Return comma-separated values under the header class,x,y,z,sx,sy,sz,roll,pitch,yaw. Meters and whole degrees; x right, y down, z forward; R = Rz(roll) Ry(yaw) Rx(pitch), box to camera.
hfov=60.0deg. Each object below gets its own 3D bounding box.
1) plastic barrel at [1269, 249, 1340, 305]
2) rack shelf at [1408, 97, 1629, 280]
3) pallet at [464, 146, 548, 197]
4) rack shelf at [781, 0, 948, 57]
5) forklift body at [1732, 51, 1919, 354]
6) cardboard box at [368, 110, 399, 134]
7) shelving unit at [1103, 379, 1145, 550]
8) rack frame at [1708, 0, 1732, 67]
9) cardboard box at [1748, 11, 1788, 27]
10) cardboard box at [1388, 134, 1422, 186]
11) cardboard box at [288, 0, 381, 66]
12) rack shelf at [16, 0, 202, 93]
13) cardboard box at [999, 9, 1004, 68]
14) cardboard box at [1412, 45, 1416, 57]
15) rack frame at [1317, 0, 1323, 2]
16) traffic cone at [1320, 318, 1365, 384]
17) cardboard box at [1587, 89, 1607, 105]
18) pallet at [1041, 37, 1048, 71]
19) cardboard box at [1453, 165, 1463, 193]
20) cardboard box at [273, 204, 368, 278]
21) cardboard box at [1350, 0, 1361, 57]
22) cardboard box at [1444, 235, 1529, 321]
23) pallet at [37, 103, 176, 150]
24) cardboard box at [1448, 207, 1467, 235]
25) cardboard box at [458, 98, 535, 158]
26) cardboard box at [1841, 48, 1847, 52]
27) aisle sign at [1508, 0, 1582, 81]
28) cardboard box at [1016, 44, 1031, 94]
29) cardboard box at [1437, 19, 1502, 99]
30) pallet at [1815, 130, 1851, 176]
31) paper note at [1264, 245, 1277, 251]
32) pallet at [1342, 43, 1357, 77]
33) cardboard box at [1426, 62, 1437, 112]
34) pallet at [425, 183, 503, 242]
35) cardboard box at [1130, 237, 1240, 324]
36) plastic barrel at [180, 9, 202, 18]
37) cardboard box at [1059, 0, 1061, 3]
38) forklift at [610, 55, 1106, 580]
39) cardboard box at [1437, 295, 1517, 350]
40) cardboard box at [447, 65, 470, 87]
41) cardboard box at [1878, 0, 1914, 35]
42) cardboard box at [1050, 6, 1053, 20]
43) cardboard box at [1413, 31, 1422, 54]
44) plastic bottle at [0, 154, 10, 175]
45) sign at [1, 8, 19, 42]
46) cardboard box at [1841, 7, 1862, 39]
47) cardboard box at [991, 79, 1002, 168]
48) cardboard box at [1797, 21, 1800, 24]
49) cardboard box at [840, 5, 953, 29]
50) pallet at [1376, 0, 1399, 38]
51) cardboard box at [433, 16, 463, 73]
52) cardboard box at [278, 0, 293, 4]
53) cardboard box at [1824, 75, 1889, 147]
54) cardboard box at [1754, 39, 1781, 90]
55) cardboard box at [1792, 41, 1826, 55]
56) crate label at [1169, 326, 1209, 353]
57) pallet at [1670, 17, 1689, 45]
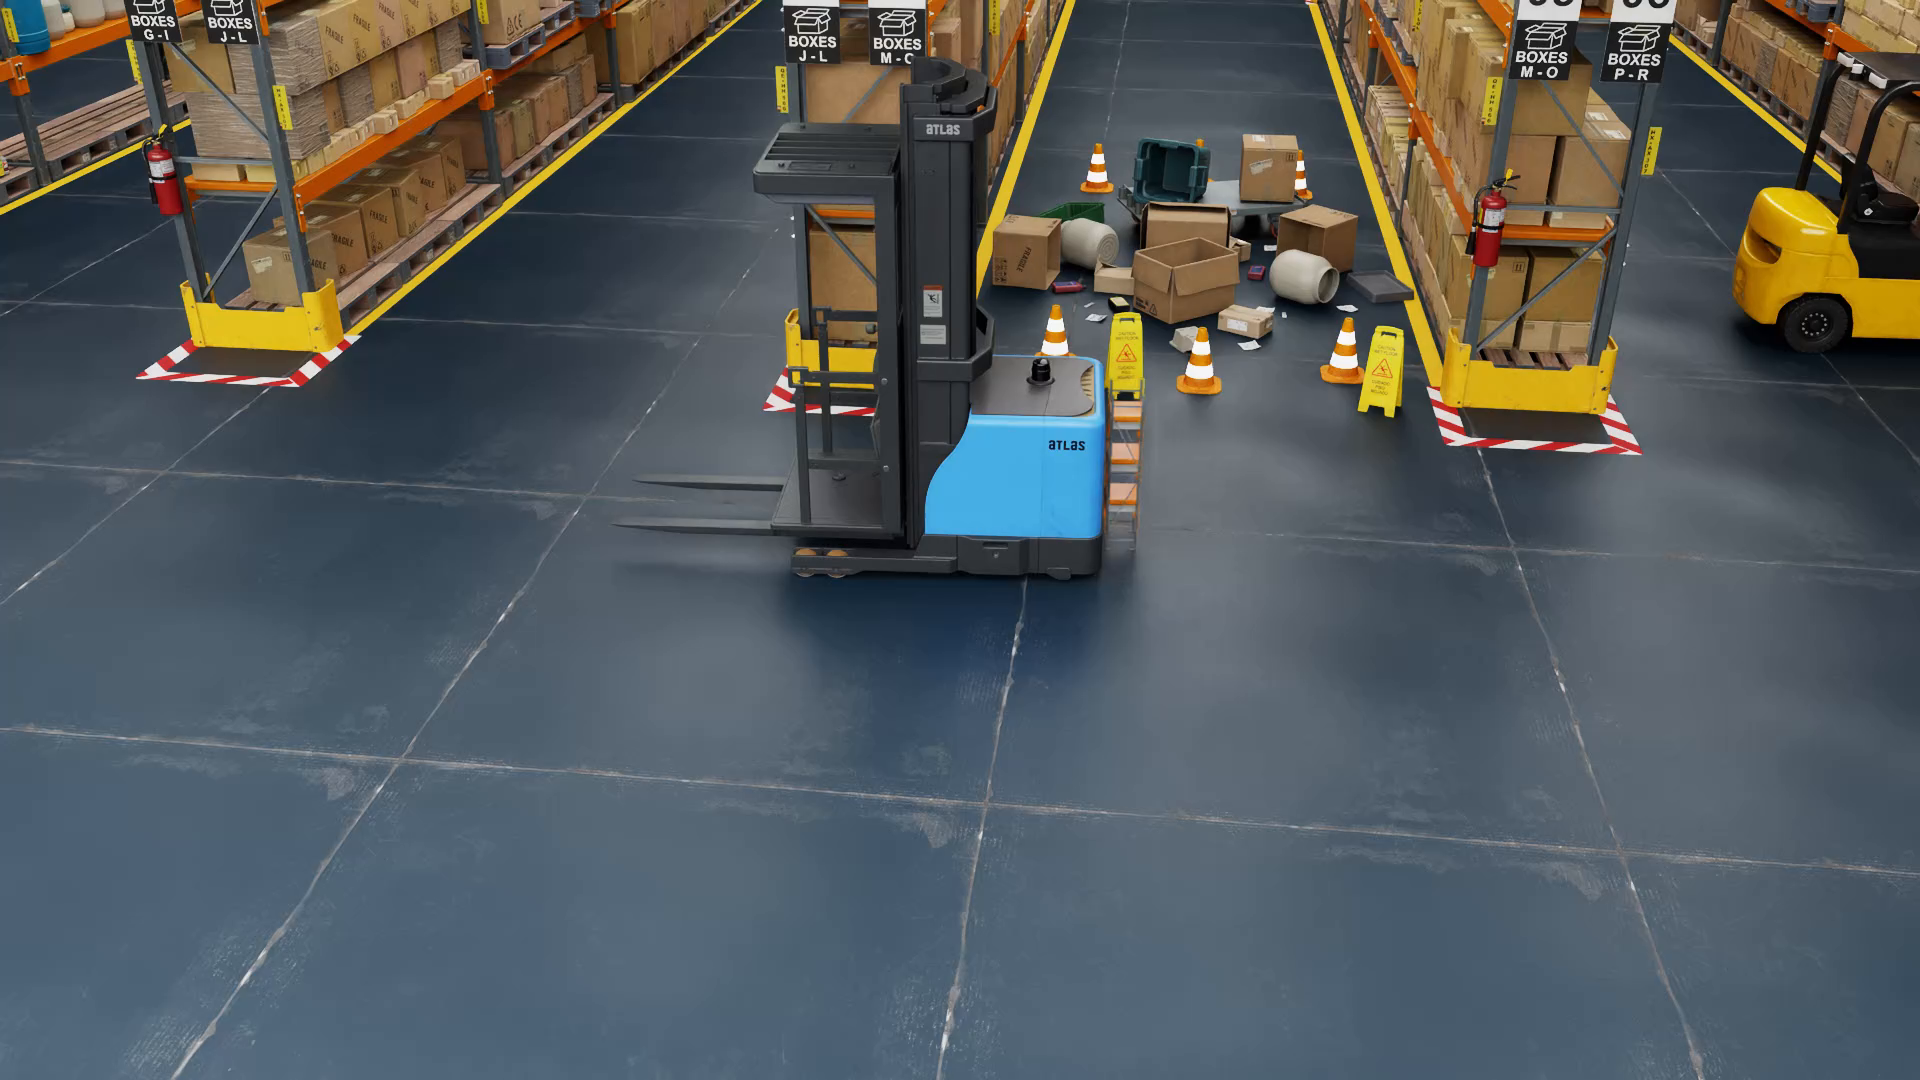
class,x,y,z,sx,sy,sz,roll,pitch,yaw
plastic barrel,2.953,-2.250,14.272,0.421,0.421,0.512,-24,36,-37
rack shelf,4.447,-2.949,13.611,1.077,0.370,4.000,3,28,6
pallet,-5.049,-3.922,17.599,1.003,0.211,1.213,3,28,6
rack shelf,-0.478,-4.509,13.345,1.077,0.370,4.000,3,28,6
forklift body,7.551,-2.662,13.216,2.313,2.155,1.214,3,28,6
cardboard box,-5.082,-3.610,14.345,0.380,0.149,0.250,3,28,6
shelving unit,1.011,-0.458,10.286,0.215,1.050,0.252,1,28,2
rack frame,10.599,-7.686,21.646,1.000,3.000,0.127,3,28,6
cardboard box,10.314,-6.646,21.225,0.380,0.149,0.250,2,28,4
cardboard box,4.839,-3.820,16.799,0.950,0.372,0.625,5,29,9
cardboard box,-5.167,-4.228,13.755,0.500,0.500,0.500,3,28,6
rack shelf,-9.814,-5.695,18.709,1.077,0.370,4.000,3,28,6
cardboard box,0.160,-4.961,16.482,0.500,0.500,0.500,4,29,7
cardboard box,4.531,-4.662,15.856,0.380,0.149,0.250,3,28,5
rack frame,6.163,-9.855,25.673,1.000,3.000,0.127,3,28,6
traffic cone,2.975,-1.484,12.810,0.336,0.463,0.334,3,28,6
cardboard box,4.657,-3.190,12.881,0.500,0.500,0.500,3,28,5
pallet,0.653,-6.618,22.605,1.003,0.211,1.213,3,28,6
cardboard box,4.011,-2.770,12.786,0.380,0.149,0.250,4,29,7
cardboard box,-5.501,-2.561,14.325,0.500,0.500,0.500,11,30,19
cardboard box,5.676,-6.926,22.032,0.875,0.875,0.875,4,29,8
cardboard box,4.042,-2.021,12.796,0.500,0.500,0.500,4,29,7
pallet,-9.854,-4.791,19.212,1.003,0.211,1.213,3,28,6
cardboard box,4.020,-2.483,12.970,0.380,0.149,0.250,4,29,8
cardboard box,-4.969,-4.387,17.694,0.700,0.500,0.500,3,28,6
cardboard box,10.492,-5.646,19.367,0.380,0.149,0.250,4,29,7
aisle sign,3.907,-3.456,11.054,0.394,0.787,0.004,3,28,6
cardboard box,0.597,-5.732,20.212,0.500,0.500,0.500,2,28,4
cardboard box,4.078,-3.676,12.730,0.700,0.500,0.500,3,28,6
pallet,9.970,-4.190,18.097,1.003,0.211,1.213,3,28,6
paper note,2.934,-2.749,15.613,0.148,0.019,0.142,3,28,6
pallet,5.653,-6.377,22.157,1.003,0.211,1.213,3,28,6
cardboard box,4.323,-3.953,14.298,0.500,0.500,0.500,3,28,6
pallet,-5.190,-3.237,16.328,1.003,0.211,1.213,3,28,6
cardboard box,1.905,-2.199,14.093,0.797,0.503,0.637,-17,33,-29
plastic barrel,-9.526,-6.414,21.131,0.600,0.830,0.708,3,28,6
cardboard box,1.345,-8.278,25.309,0.380,0.149,0.250,2,28,4
forklift,-0.629,-1.309,9.882,3.031,2.935,1.130,2,28,3
cardboard box,4.037,-1.706,13.002,0.500,0.250,0.500,3,28,6
cardboard box,-4.918,-4.437,15.880,0.380,0.149,0.250,3,28,6
cardboard box,9.668,-5.281,16.814,0.500,0.250,0.500,3,28,5
cardboard box,1.109,-7.425,23.412,0.380,0.149,0.250,5,29,9
cardboard box,4.521,-4.797,15.423,0.500,0.500,0.500,3,28,5
plastic bottle,-9.794,-3.843,17.000,0.097,0.201,0.097,0,28,0
sign,-9.514,-5.155,16.657,0.100,0.325,0.005,3,28,6
cardboard box,9.812,-5.542,17.825,0.500,0.250,0.500,3,29,6
cardboard box,-0.124,-4.393,17.462,1.050,0.750,0.750,3,28,6
cardboard box,10.787,-6.505,20.962,0.380,0.149,0.250,2,28,4
cardboard box,-0.524,-4.055,13.609,0.875,0.550,0.500,3,28,6
pallet,5.201,-5.664,18.094,1.213,0.211,1.003,3,28,6
cardboard box,-5.260,-4.749,15.776,0.875,0.500,0.500,3,28,6
cardboard box,-5.692,-4.259,13.812,0.500,0.500,0.500,3,28,6
cardboard box,10.019,-4.650,18.071,0.875,0.625,0.625,4,29,8
cardboard box,10.126,-5.826,20.386,0.500,0.500,0.500,2,28,4
cardboard box,10.074,-5.793,19.642,0.380,0.149,0.250,4,29,8
crate label,1.866,-1.619,13.403,0.250,0.136,0.298,-11,30,-20
pallet,10.831,-7.357,23.976,1.003,0.211,1.213,3,28,6
